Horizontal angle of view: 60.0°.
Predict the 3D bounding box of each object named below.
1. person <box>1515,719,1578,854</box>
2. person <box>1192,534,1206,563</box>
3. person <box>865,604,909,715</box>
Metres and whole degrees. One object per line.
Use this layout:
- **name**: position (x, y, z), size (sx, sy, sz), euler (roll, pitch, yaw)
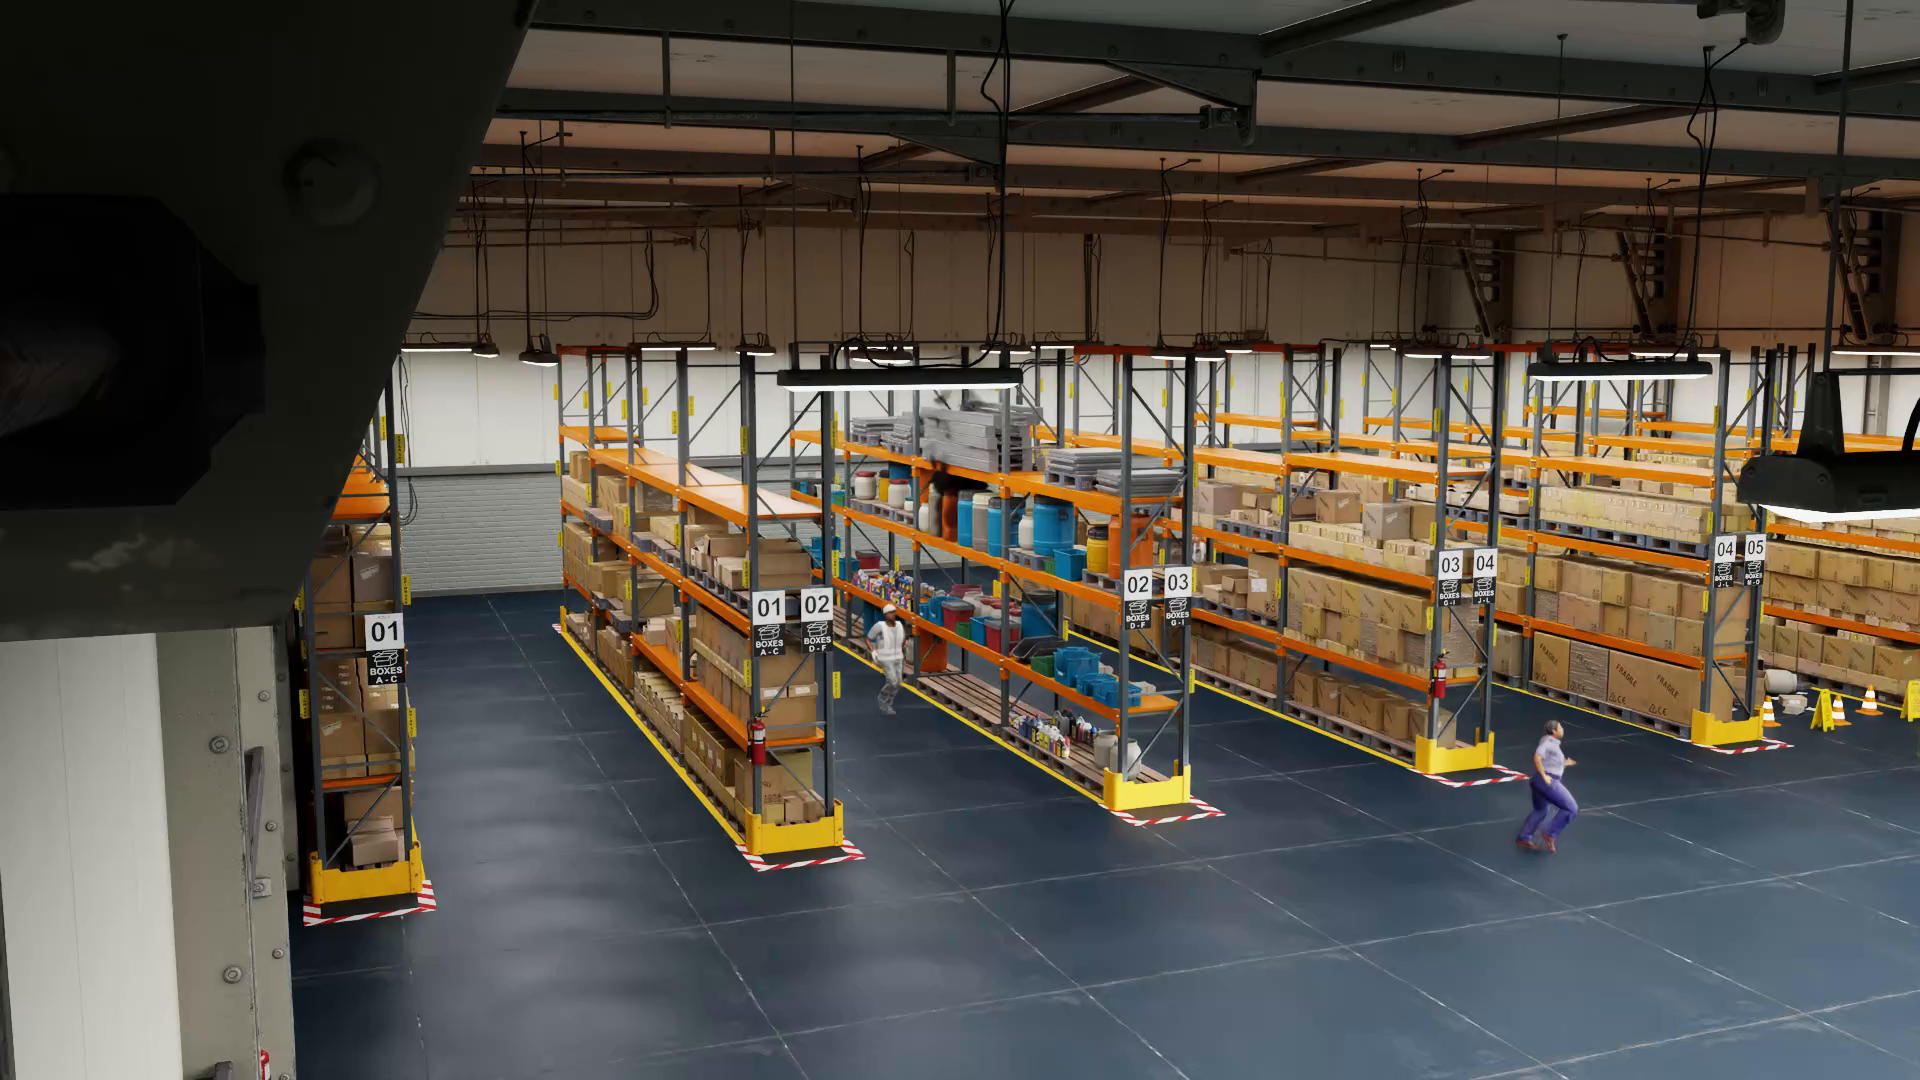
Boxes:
- **person**: position (7.115, 2.976, 20.161), size (0.700, 1.628, 0.593), euler (1, 7, 4)
- **person**: position (5.281, 0.711, 37.324), size (0.693, 1.837, 0.891), euler (-2, 8, -16)
- **person**: position (-1.059, 1.878, 25.975), size (0.677, 1.752, 0.577), euler (-6, 9, -37)
